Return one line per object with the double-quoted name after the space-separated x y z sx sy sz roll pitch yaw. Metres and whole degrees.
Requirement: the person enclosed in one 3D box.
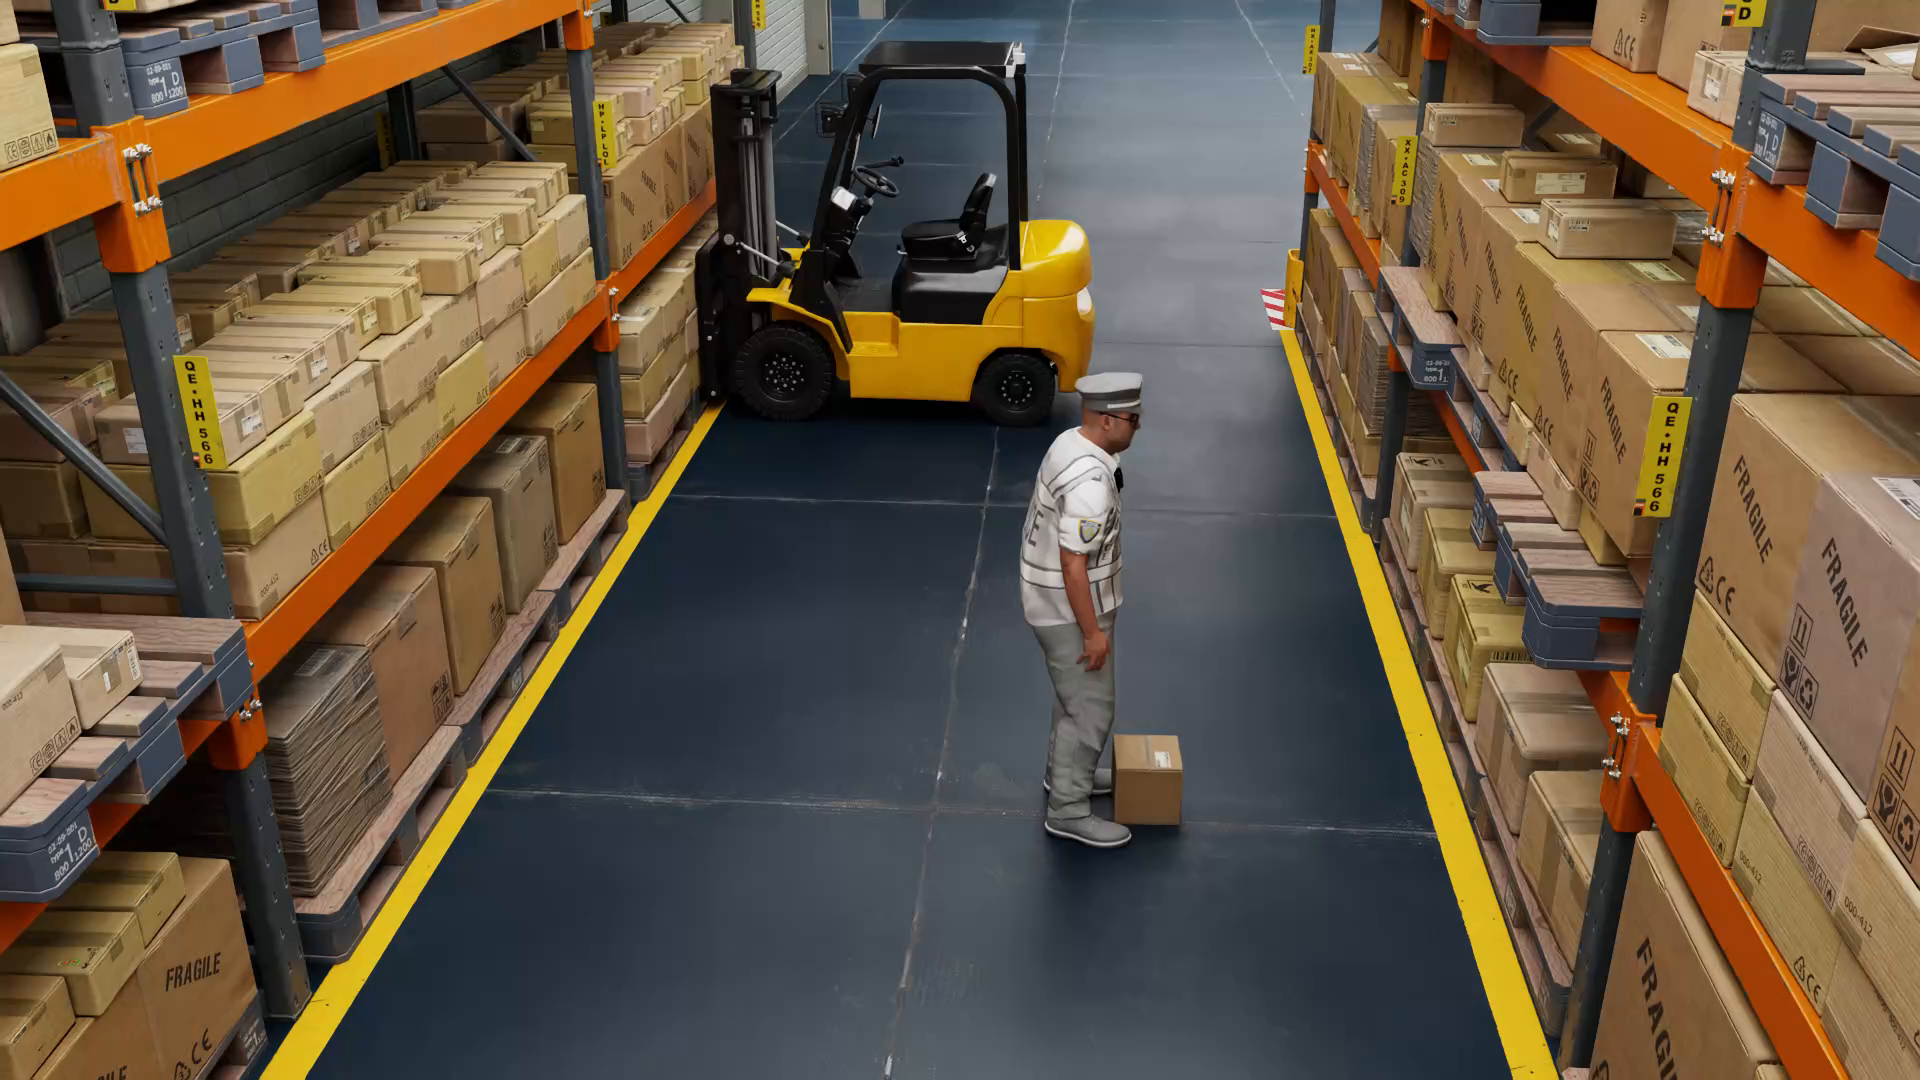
0.434 0.233 6.081 0.435 1.747 0.587 1 24 2 "person"
